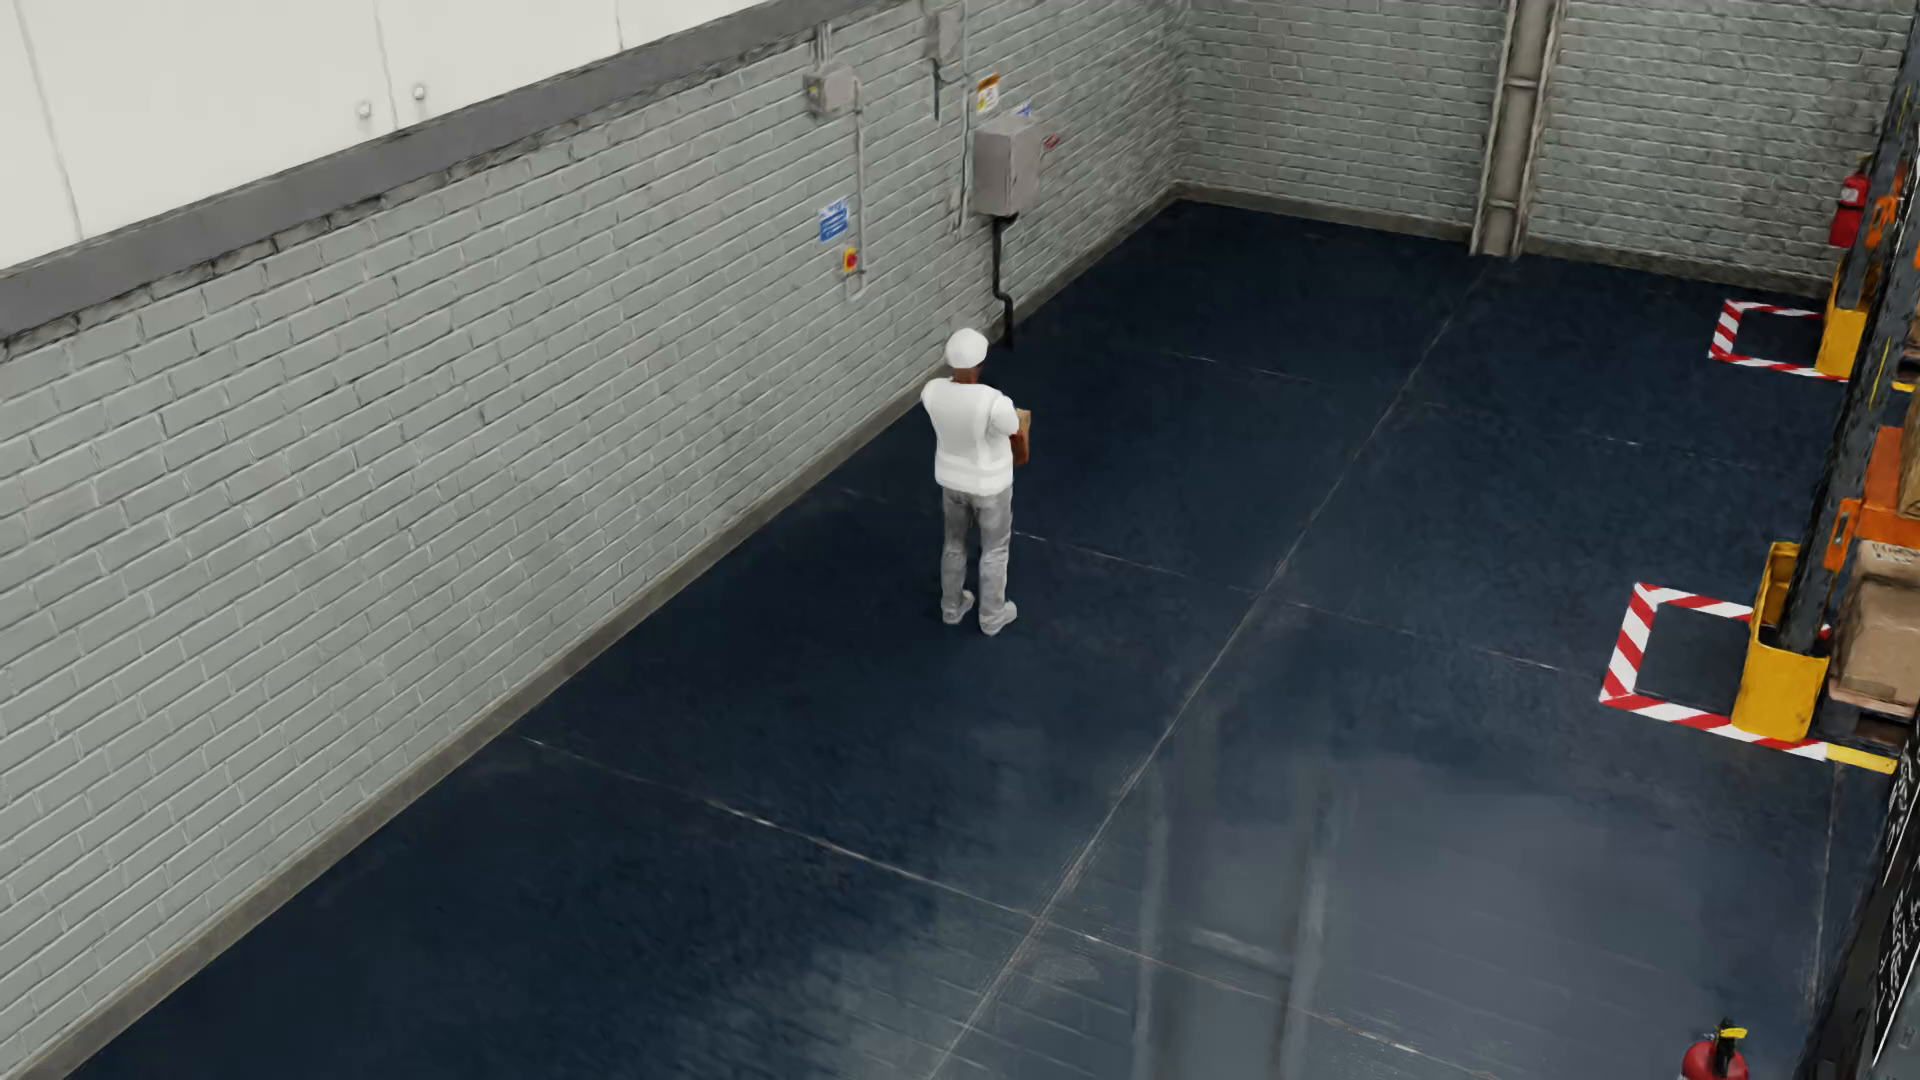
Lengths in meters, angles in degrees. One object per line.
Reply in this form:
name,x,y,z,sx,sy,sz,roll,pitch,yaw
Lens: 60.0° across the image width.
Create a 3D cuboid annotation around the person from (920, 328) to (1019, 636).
person,0.068,-0.319,8.829,0.503,1.760,0.404,15,33,24
